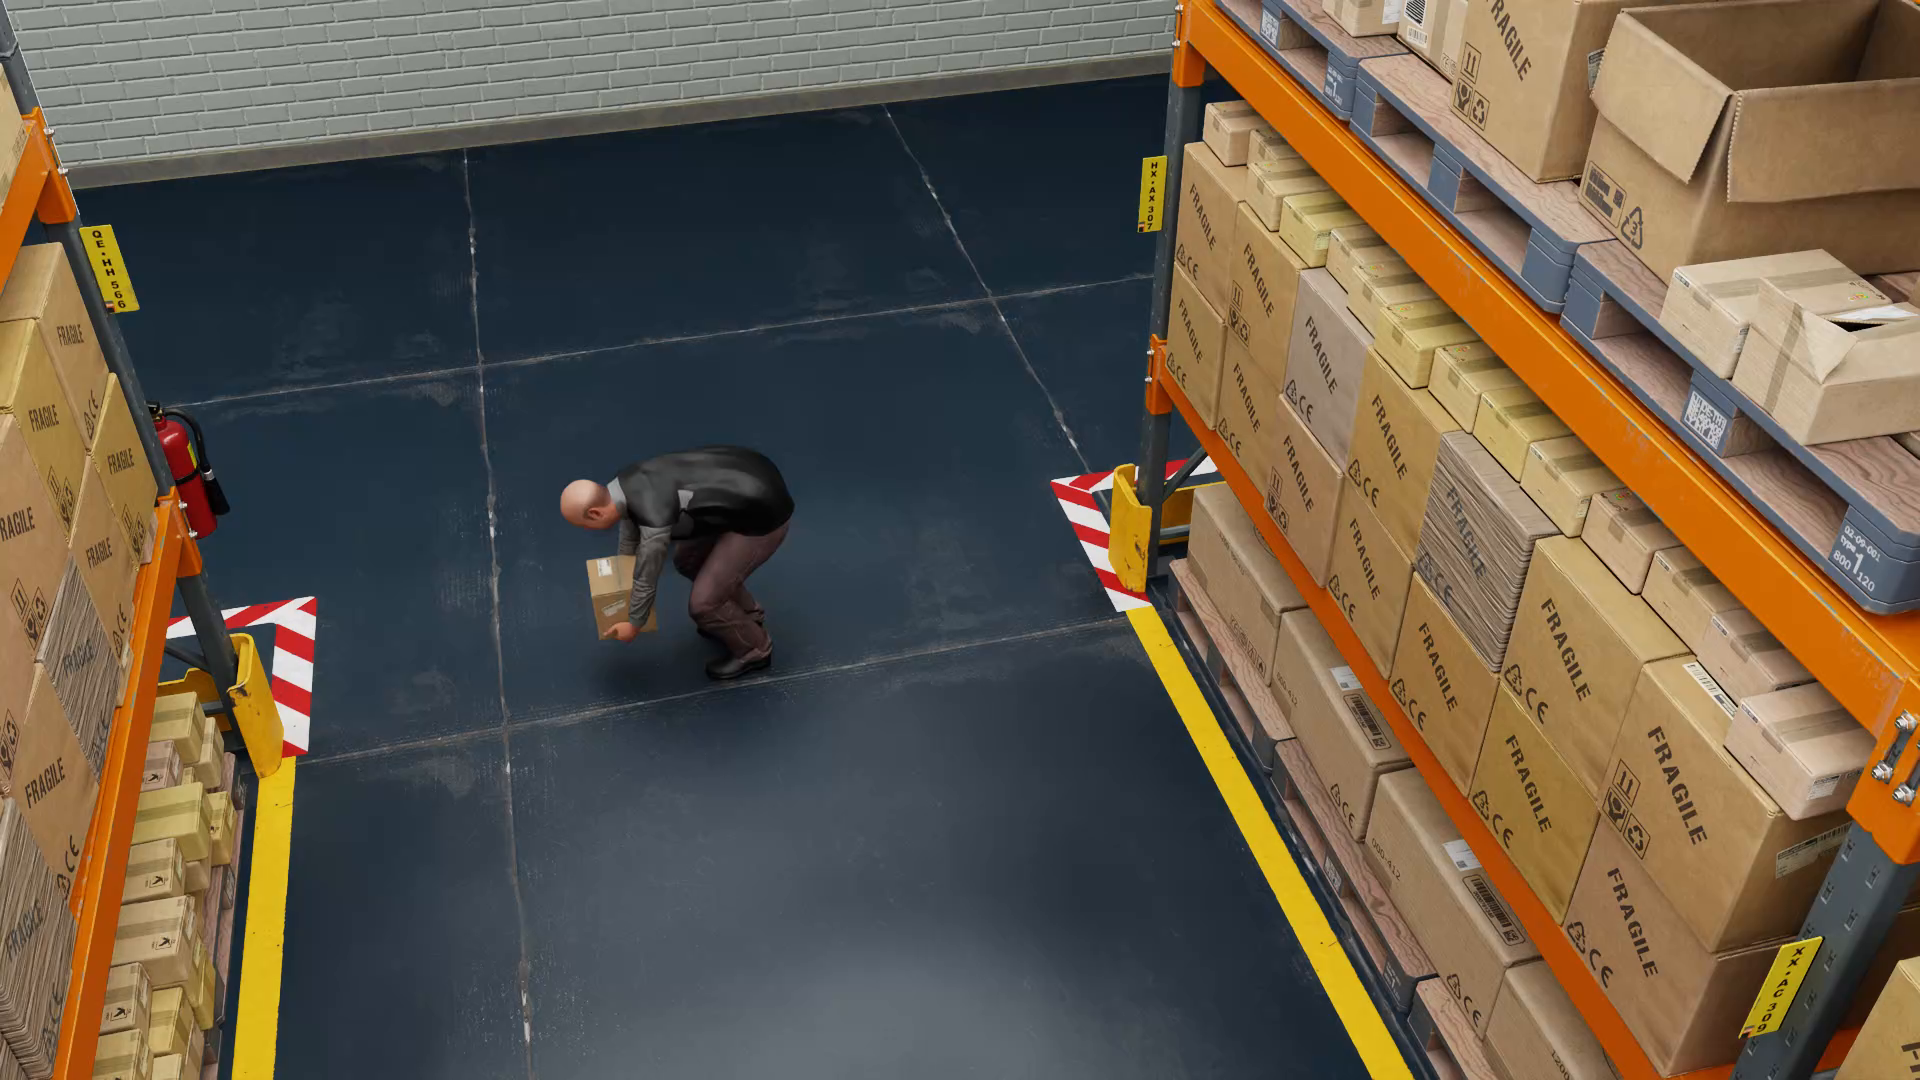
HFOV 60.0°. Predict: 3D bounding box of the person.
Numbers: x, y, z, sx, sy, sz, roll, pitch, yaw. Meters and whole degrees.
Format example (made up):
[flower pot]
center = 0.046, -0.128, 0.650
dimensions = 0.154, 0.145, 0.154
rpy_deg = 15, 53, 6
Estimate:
[person]
center = -1.186, 0.107, 7.133
dimensions = 0.930, 1.065, 0.503
rpy_deg = -11, 39, -14
